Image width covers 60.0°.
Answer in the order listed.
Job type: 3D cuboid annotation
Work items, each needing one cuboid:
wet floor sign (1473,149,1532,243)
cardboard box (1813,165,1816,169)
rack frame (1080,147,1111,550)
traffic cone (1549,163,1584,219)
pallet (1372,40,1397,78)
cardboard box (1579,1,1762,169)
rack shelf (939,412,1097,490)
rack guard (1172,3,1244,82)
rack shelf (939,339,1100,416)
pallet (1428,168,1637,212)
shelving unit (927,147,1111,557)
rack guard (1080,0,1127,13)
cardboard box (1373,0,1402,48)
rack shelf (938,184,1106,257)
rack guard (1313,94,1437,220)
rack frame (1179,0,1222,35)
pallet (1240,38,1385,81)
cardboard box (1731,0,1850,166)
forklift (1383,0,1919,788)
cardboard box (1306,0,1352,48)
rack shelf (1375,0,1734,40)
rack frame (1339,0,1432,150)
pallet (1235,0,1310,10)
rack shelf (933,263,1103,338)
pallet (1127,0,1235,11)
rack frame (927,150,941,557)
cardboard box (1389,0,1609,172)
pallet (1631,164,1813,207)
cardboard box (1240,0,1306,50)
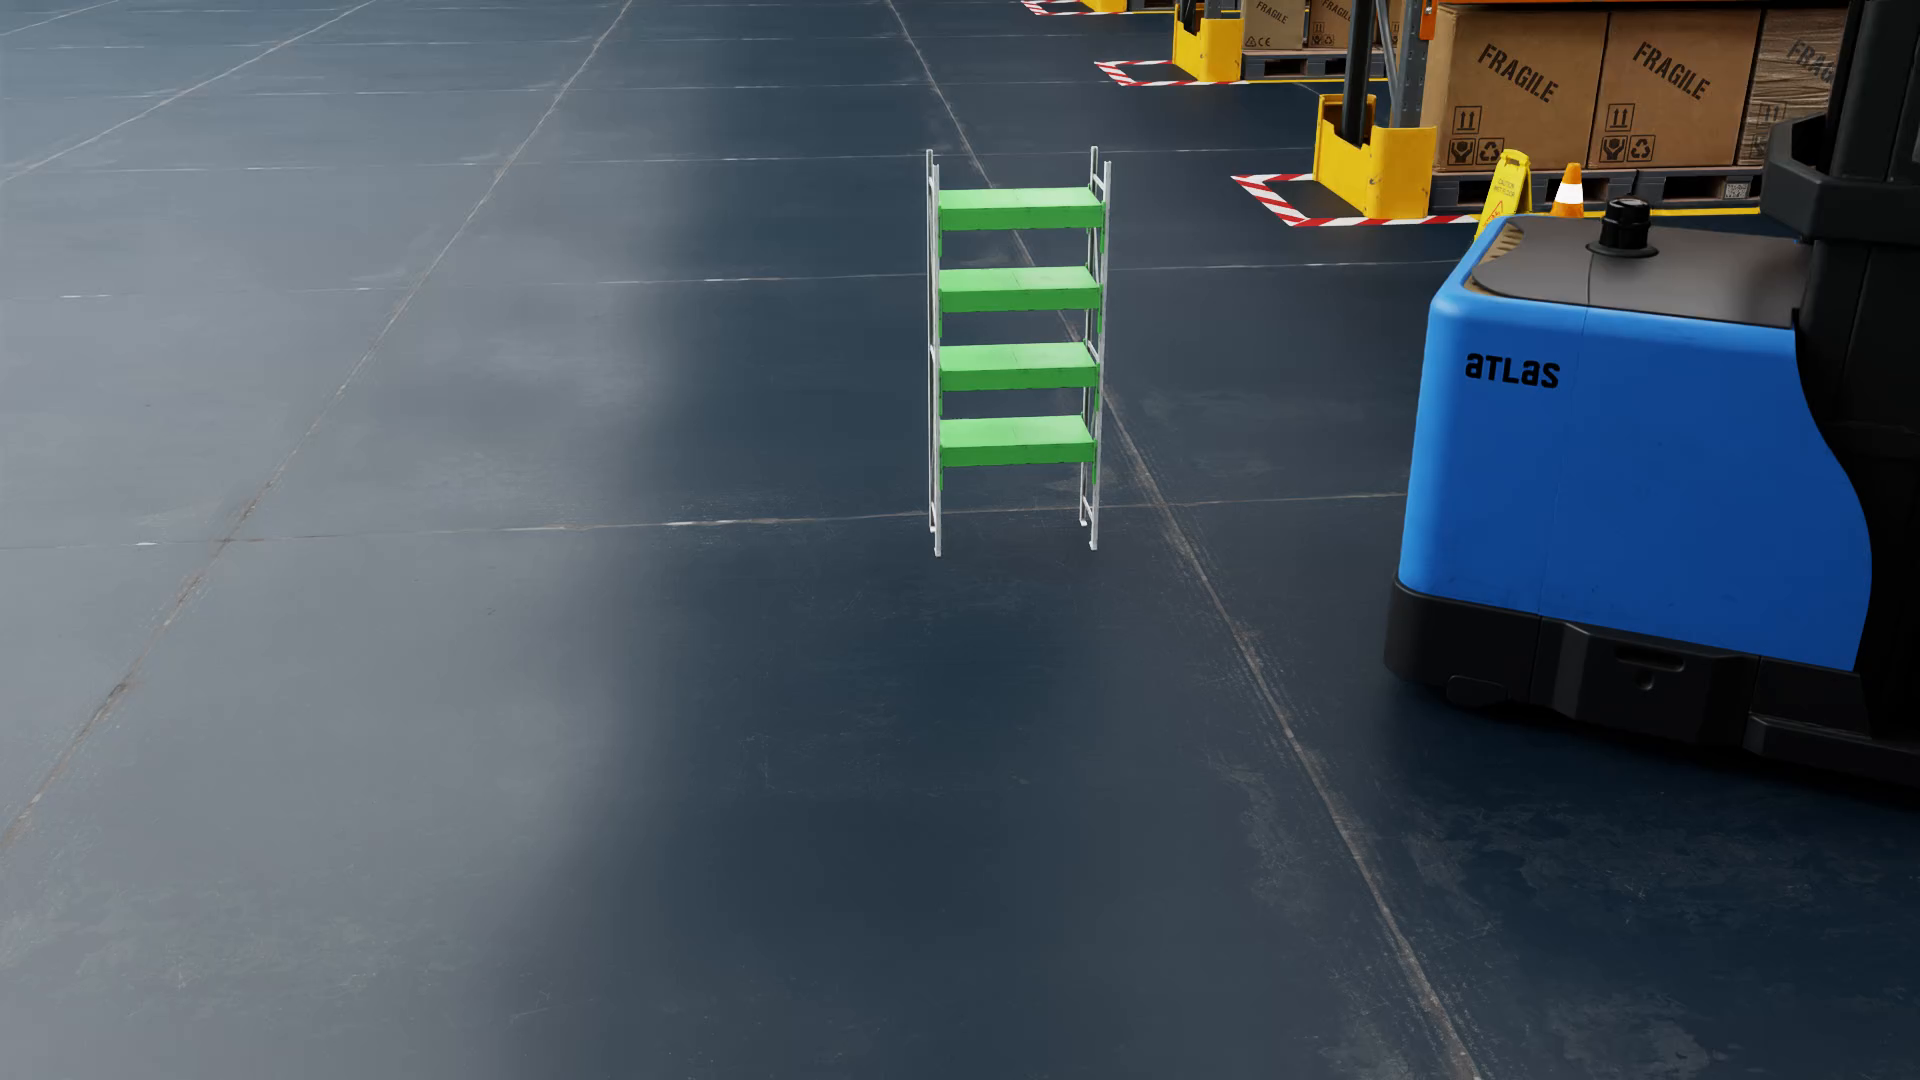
[{"bbox_3d":[2.589,-1.518,7.871,0.232,0.644,0.267,-6,25,-14],"label":"wet floor sign"},{"bbox_3d":[4.960,-1.937,8.990,0.500,0.500,0.500,2,24,4],"label":"cardboard box"},{"bbox_3d":[0.408,-0.565,5.043,0.015,1.200,0.240,-2,24,-5],"label":"rack frame"},{"bbox_3d":[3.092,-1.683,8.468,0.334,0.463,0.336,-2,24,-5],"label":"traffic cone"},{"bbox_3d":[4.136,-4.199,14.436,1.213,0.211,1.003,-2,24,-5],"label":"pallet"},{"bbox_3d":[3.967,-2.706,9.744,0.875,0.875,0.875,-3,24,-6],"label":"cardboard box"},{"bbox_3d":[0.165,-0.277,5.145,0.480,0.148,0.258,-2,24,-5],"label":"rack shelf"},{"bbox_3d":[2.112,-4.265,14.230,0.348,0.500,1.175,-2,24,-5],"label":"rack guard"},{"bbox_3d":[0.165,-0.496,5.047,0.480,0.148,0.258,-2,24,-5],"label":"rack shelf"},{"bbox_3d":[3.212,-2.185,9.905,1.213,0.211,1.003,-2,24,-5],"label":"pallet"},{"bbox_3d":[0.165,-0.555,5.021,0.503,1.200,0.258,-2,24,-5],"label":"shelving unit"},{"bbox_3d":[1.621,-6.286,18.777,0.348,0.500,1.175,-2,24,-5],"label":"rack guard"},{"bbox_3d":[3.876,-4.527,14.303,0.500,0.500,0.500,0,24,0],"label":"cardboard box"},{"bbox_3d":[0.165,-0.935,4.852,0.480,0.148,0.258,-2,24,-5],"label":"rack shelf"},{"bbox_3d":[2.400,-2.252,9.702,0.348,0.500,1.175,-2,24,-5],"label":"rack guard"},{"bbox_3d":[2.037,-5.404,13.716,0.127,3.000,1.000,-2,24,-5],"label":"rack frame"},{"bbox_3d":[2.924,-4.151,14.330,1.213,0.211,1.003,-2,24,-5],"label":"pallet"},{"bbox_3d":[4.875,-2.742,9.824,0.875,0.875,0.875,-2,24,-5],"label":"cardboard box"},{"bbox_3d":[2.668,-0.863,3.584,3.031,2.935,1.130,11,26,23],"label":"forklift"},{"bbox_3d":[3.251,-4.510,14.264,0.500,0.500,0.500,4,24,9],"label":"cardboard box"},{"bbox_3d":[4.414,-3.147,9.522,4.000,0.370,1.077,-2,24,-5],"label":"rack shelf"},{"bbox_3d":[2.424,-3.395,9.196,0.127,3.000,1.000,-2,24,-5],"label":"rack frame"},{"bbox_3d":[3.641,-6.232,19.011,1.213,0.211,1.003,-2,24,-5],"label":"pallet"},{"bbox_3d":[0.165,-0.716,4.950,0.480,0.148,0.258,-2,24,-5],"label":"rack shelf"},{"bbox_3d":[2.430,-6.184,18.904,1.213,0.211,1.003,-2,24,-5],"label":"pallet"},{"bbox_3d":[-0.078,-0.545,4.999,0.015,1.200,0.240,-2,24,-5],"label":"rack frame"},{"bbox_3d":[3.092,-2.670,9.663,0.875,0.875,0.875,-2,24,-5],"label":"cardboard box"},{"bbox_3d":[4.423,-2.232,10.012,1.213,0.211,1.003,-2,24,-5],"label":"pallet"},{"bbox_3d":[2.660,-4.472,14.179,0.500,0.500,0.500,2,24,5],"label":"cardboard box"}]
